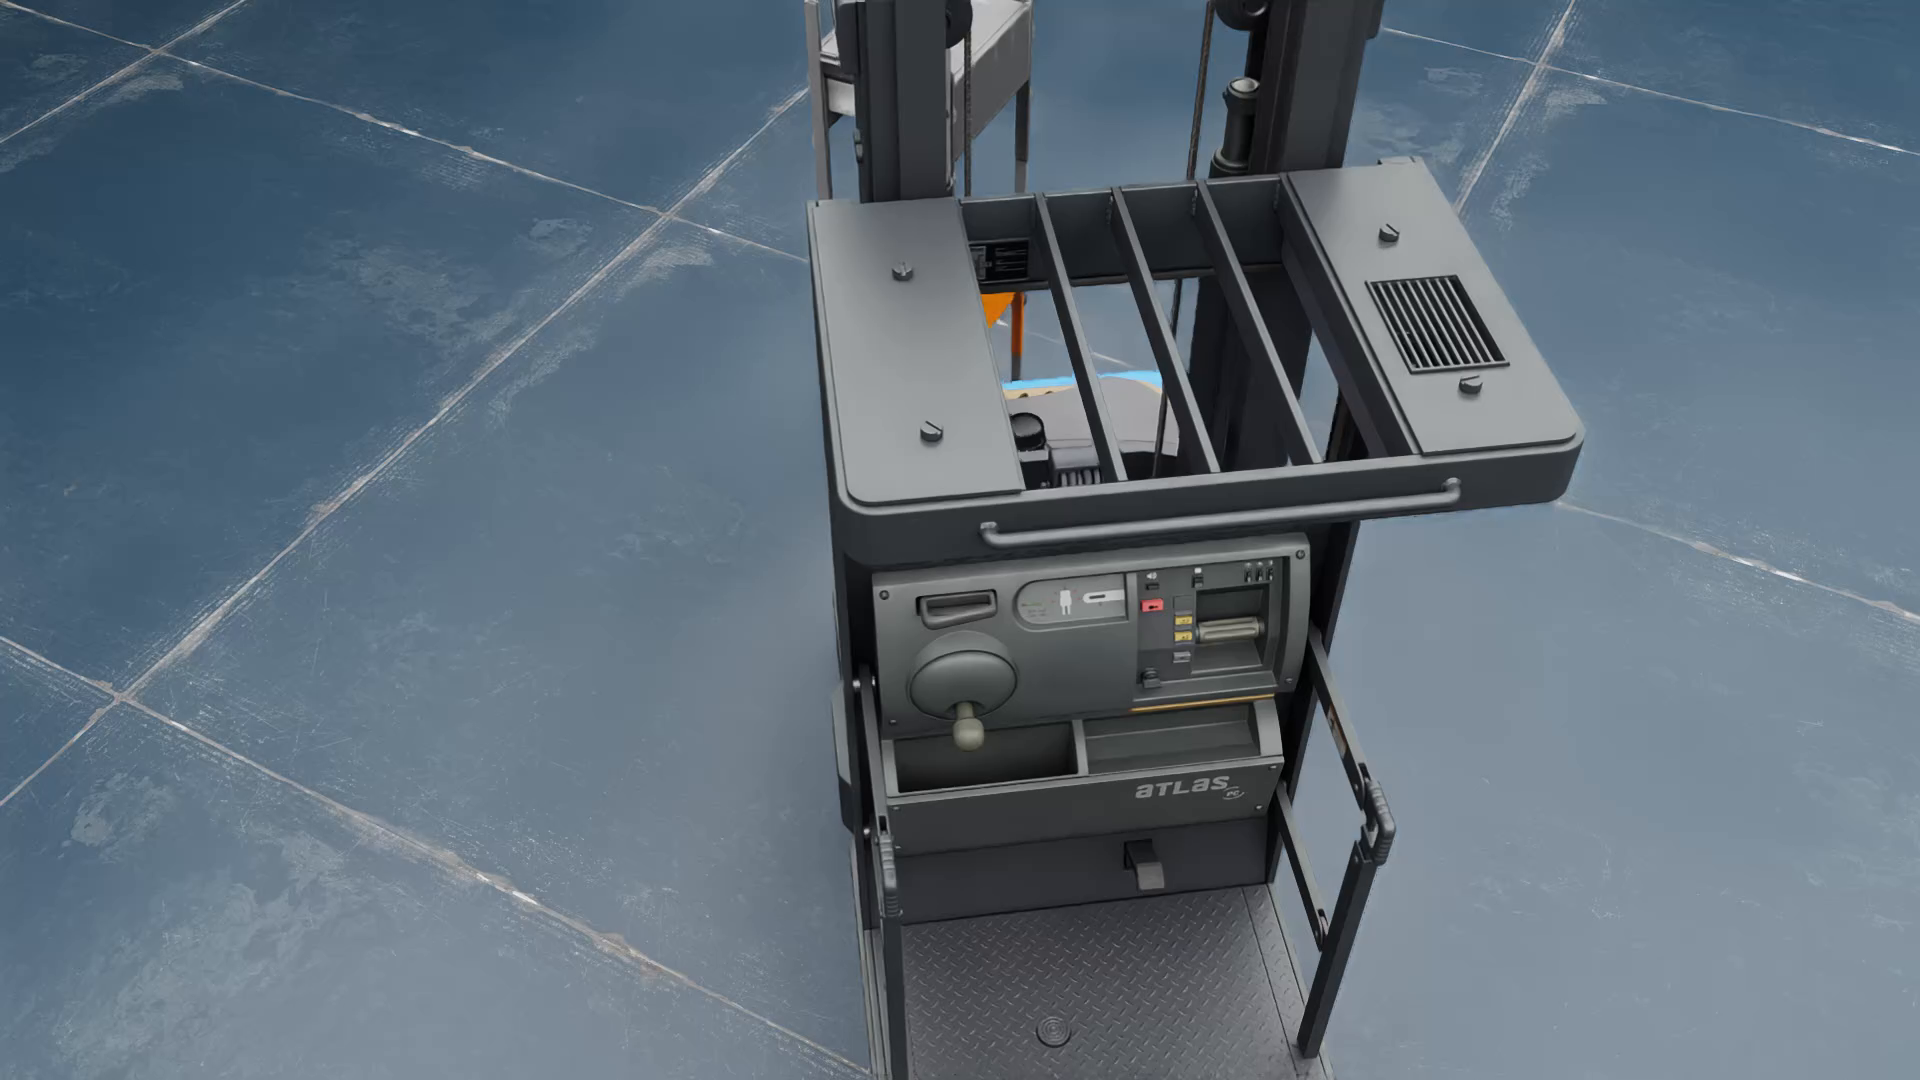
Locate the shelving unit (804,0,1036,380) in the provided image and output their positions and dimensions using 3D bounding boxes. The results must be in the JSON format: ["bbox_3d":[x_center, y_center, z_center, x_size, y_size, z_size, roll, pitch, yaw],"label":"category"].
[{"bbox_3d":[-0.095,-0.693,4.958,0.431,2.100,0.503,19,48,18],"label":"shelving unit"}]

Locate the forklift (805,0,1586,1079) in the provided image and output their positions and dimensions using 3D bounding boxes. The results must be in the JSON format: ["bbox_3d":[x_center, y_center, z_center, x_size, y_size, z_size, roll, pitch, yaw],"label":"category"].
[{"bbox_3d":[0.314,0.313,3.380,1.130,2.935,3.031,-5,46,-5],"label":"forklift"}]

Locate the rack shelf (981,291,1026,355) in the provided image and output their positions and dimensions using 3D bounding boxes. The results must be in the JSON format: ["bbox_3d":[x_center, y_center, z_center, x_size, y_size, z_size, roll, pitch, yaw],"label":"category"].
[{"bbox_3d":[-0.095,-0.683,4.968,0.431,0.518,0.480,19,48,18],"label":"rack shelf"}]

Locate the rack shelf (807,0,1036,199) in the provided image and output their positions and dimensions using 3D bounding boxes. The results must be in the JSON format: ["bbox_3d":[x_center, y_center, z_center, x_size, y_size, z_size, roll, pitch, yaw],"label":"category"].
[{"bbox_3d":[-0.095,-1.175,4.470,0.431,0.518,0.480,19,48,18],"label":"rack shelf"}]

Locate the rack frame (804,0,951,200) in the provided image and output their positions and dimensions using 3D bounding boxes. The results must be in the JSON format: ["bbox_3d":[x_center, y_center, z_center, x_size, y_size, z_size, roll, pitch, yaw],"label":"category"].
[{"bbox_3d":[-0.204,-0.537,4.805,0.400,2.100,0.015,19,48,18],"label":"rack frame"}]

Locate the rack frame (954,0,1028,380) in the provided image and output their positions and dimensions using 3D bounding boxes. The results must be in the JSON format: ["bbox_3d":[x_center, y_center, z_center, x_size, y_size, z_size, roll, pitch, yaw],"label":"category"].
[{"bbox_3d":[0.013,-0.848,5.112,0.400,2.100,0.015,19,48,18],"label":"rack frame"}]
